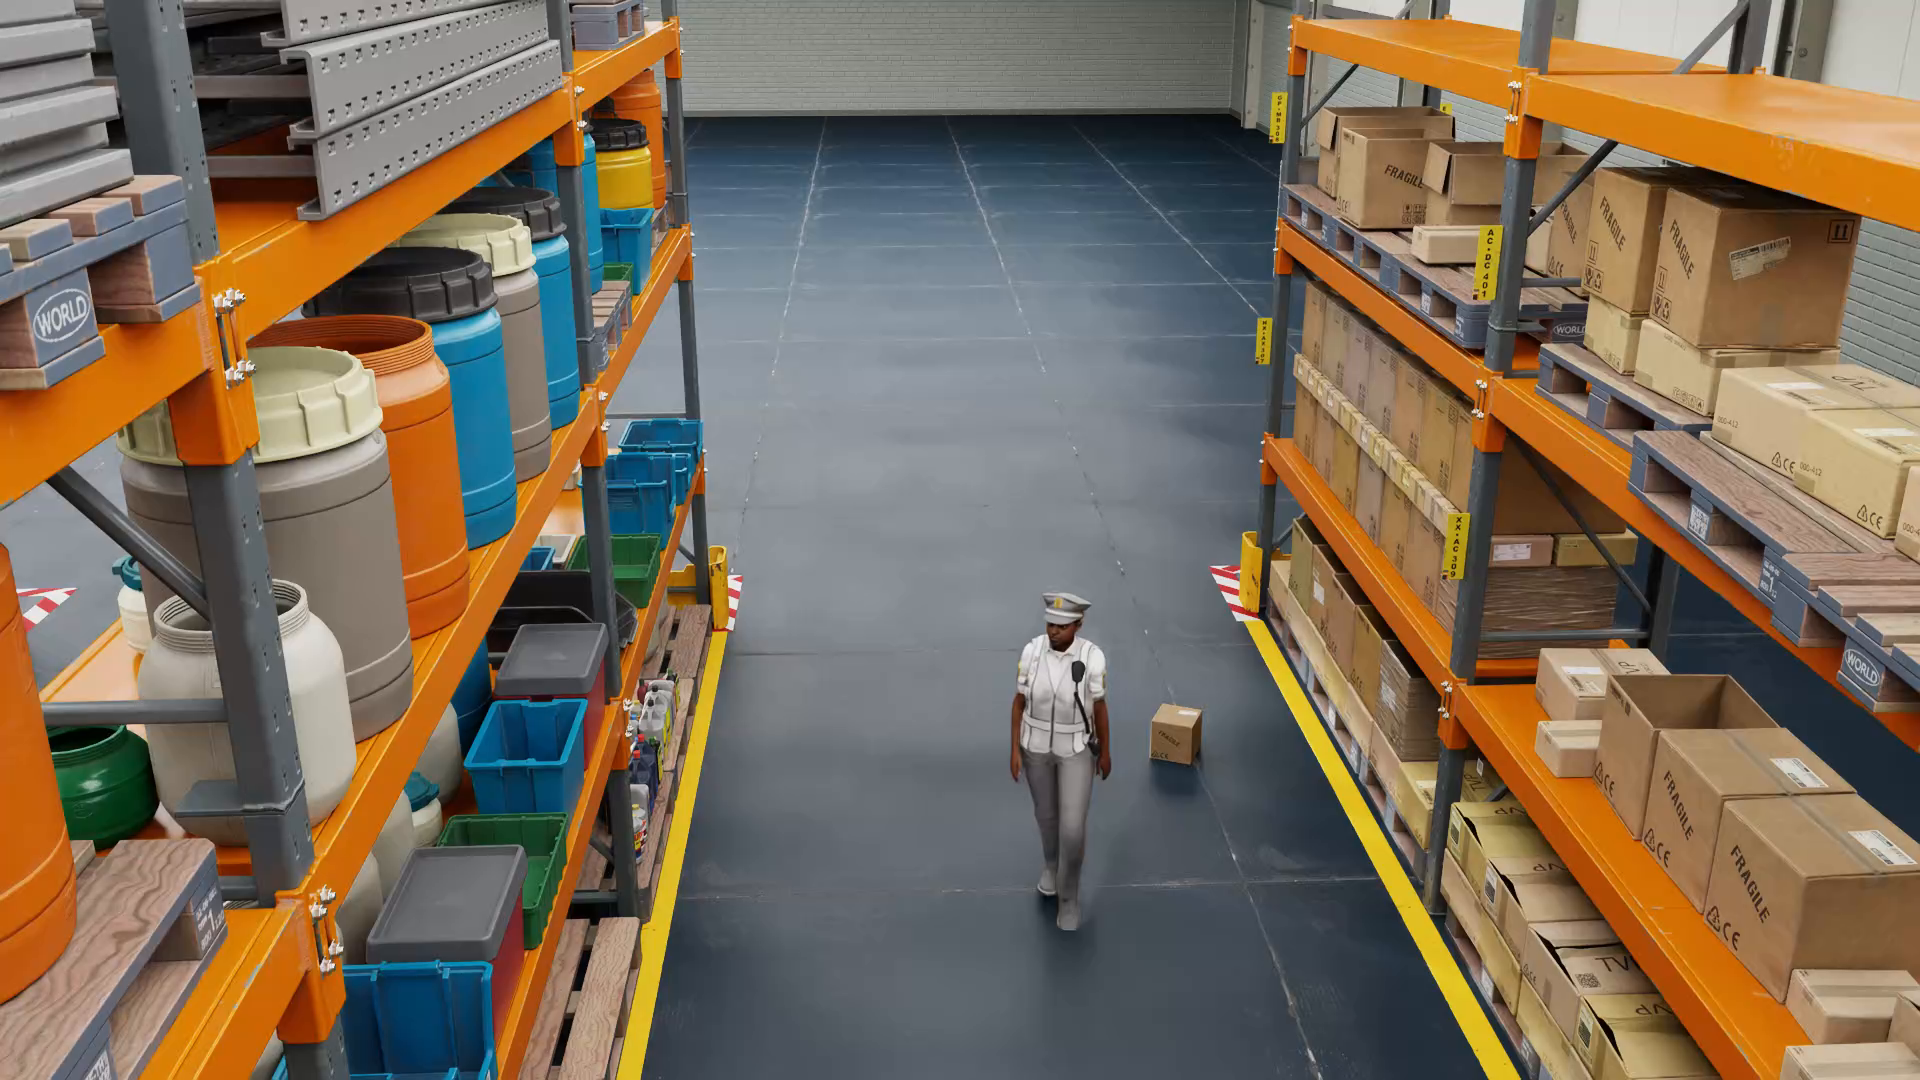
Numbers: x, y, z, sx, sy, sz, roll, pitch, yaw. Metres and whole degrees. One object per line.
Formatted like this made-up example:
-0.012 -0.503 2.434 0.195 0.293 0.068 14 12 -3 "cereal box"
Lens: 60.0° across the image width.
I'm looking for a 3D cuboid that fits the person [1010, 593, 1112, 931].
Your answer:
0.486 1.070 8.221 0.485 1.755 0.518 7 22 19 "person"
